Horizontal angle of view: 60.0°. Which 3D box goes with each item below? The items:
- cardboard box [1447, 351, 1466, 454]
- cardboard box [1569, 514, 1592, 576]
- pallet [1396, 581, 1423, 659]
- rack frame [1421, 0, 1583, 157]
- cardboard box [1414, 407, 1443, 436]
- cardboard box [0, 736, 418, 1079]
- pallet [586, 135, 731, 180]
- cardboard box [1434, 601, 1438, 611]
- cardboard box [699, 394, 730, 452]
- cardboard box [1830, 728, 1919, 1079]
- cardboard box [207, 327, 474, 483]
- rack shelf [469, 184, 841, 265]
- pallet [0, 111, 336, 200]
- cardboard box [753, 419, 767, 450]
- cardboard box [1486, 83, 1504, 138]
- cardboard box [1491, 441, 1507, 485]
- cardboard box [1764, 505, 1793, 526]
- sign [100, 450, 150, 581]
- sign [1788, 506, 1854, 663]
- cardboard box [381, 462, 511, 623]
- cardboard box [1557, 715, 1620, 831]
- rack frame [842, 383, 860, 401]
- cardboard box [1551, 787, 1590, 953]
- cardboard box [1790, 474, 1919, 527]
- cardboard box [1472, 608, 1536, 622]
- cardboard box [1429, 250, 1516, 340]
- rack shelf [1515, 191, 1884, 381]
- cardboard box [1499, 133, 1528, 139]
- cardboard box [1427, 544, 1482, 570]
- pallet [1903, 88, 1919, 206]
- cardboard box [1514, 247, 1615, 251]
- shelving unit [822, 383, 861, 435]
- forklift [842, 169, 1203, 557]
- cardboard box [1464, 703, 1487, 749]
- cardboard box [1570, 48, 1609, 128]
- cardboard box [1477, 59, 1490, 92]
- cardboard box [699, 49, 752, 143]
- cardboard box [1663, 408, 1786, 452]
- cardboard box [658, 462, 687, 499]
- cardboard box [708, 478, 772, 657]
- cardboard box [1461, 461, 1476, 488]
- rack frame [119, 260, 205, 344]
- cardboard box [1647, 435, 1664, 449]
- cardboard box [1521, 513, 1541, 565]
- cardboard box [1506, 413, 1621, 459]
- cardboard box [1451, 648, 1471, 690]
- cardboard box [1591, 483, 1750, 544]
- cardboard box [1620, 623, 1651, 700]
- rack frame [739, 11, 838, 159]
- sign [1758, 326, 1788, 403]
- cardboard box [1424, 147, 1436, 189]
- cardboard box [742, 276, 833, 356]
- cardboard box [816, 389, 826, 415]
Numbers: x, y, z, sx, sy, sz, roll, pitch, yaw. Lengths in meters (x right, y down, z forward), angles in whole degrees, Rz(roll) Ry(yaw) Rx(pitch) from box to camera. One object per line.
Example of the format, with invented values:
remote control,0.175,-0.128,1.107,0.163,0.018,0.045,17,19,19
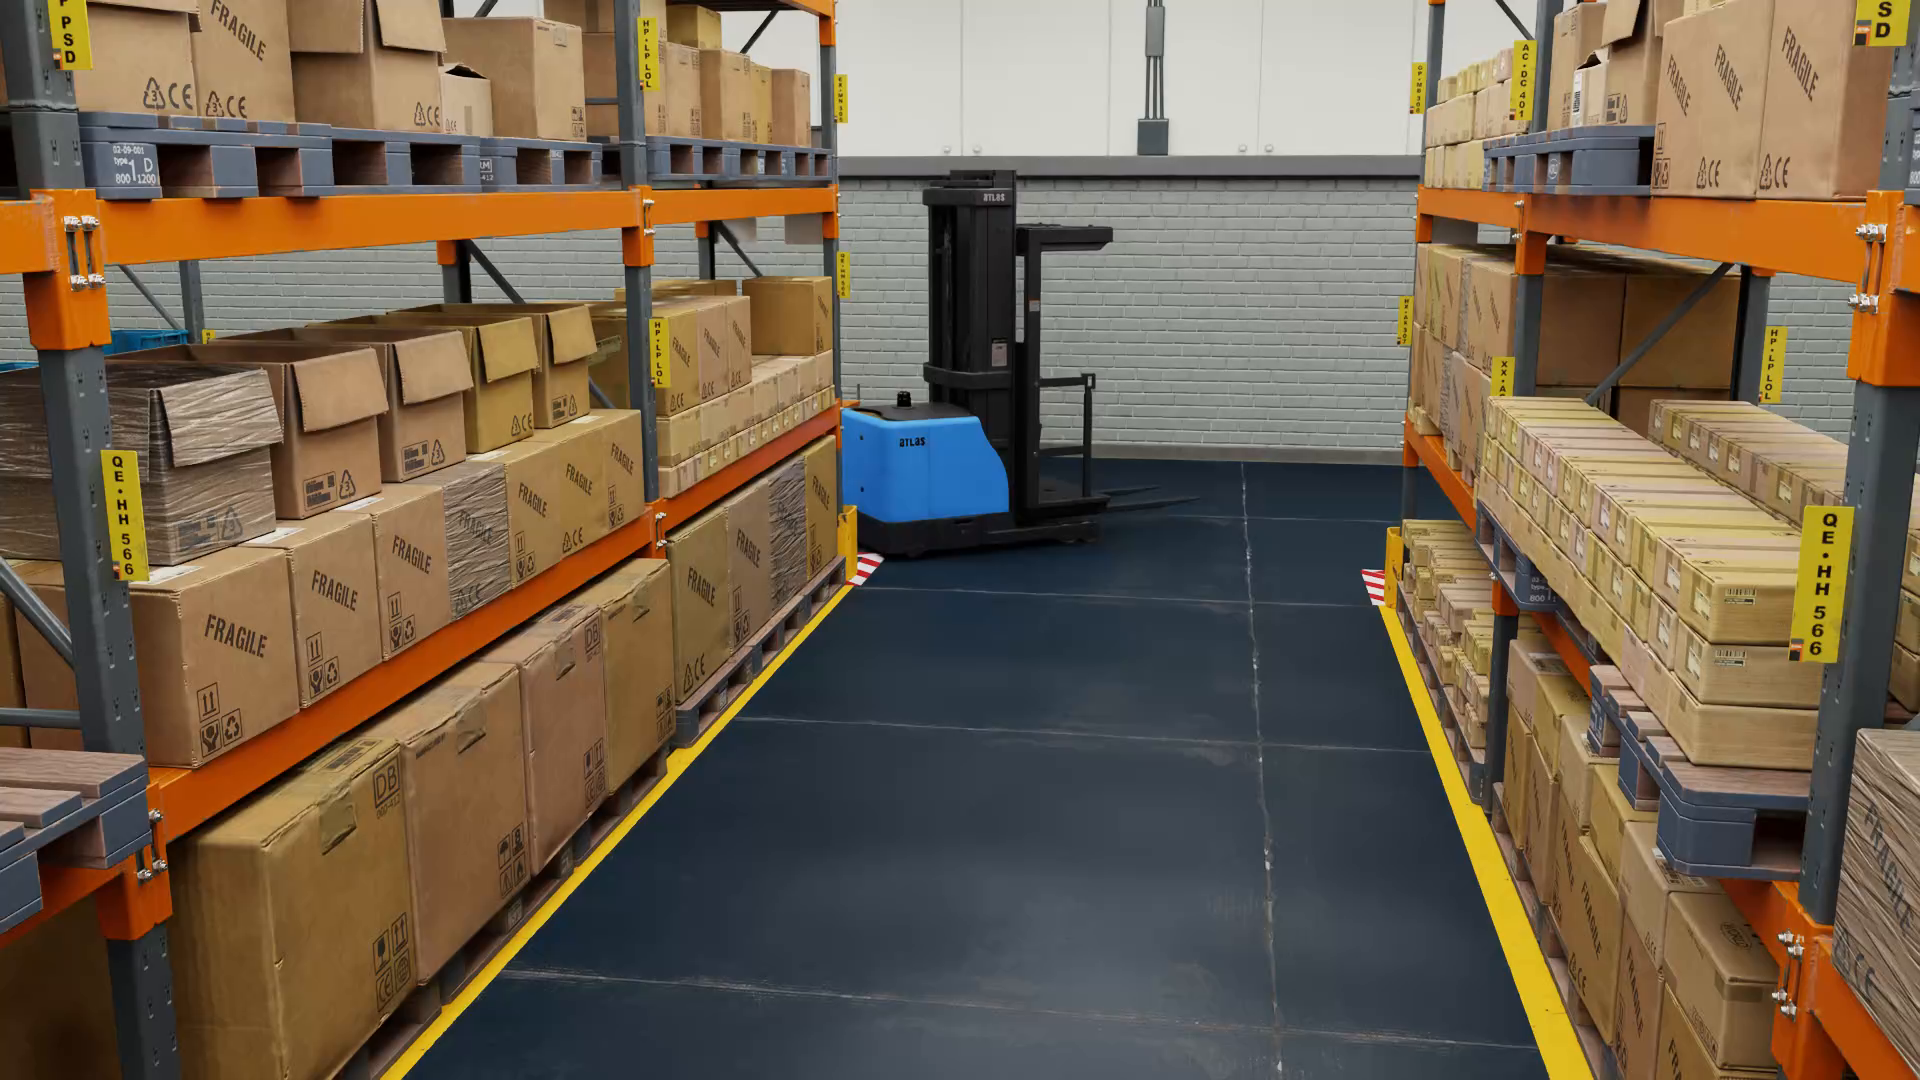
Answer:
cardboard box,2.864,-0.713,8.740,0.500,0.500,0.500,2,12,8
cardboard box,2.117,0.021,5.170,0.380,0.149,0.250,2,12,10
pallet,3.353,0.516,10.596,1.003,0.211,1.213,2,12,9
rack frame,3.525,-3.963,10.523,1.000,3.000,0.127,2,12,9
cardboard box,3.059,-0.742,10.414,0.380,0.149,0.250,2,12,7
cardboard box,-2.464,1.144,5.114,1.225,0.875,0.875,1,12,6
pallet,-1.840,-1.972,8.616,1.003,0.211,1.213,2,12,9
cardboard box,3.044,0.471,9.956,0.380,0.149,0.250,2,12,9
cardboard box,-1.563,-0.644,9.013,0.500,0.250,0.500,2,12,8
cardboard box,1.959,0.671,3.024,0.500,0.500,0.500,2,12,9
cardboard box,-2.263,-0.513,6.136,0.797,0.503,0.637,2,12,10
rack shelf,-1.668,-1.911,9.826,1.077,0.370,4.000,2,12,9
pallet,-2.544,-1.057,4.604,1.213,0.211,1.003,2,12,11
cardboard box,-1.363,-0.632,9.902,0.380,0.149,0.250,2,12,7
cardboard box,2.821,-2.047,7.923,0.500,0.250,0.500,1,12,6
cardboard box,2.357,-0.305,6.680,0.380,0.149,0.250,2,12,8
cardboard box,2.801,-0.012,5.320,0.380,0.149,0.250,2,12,11
sign,-2.053,-0.059,4.085,0.100,0.325,0.005,2,12,9
sign,1.757,0.092,3.386,0.100,0.325,0.005,2,12,9
cardboard box,-2.016,-0.006,6.165,0.500,0.500,0.500,2,12,9
cardboard box,2.373,0.815,5.750,0.500,0.250,0.500,2,12,11
rack frame,-0.952,-0.720,13.988,0.240,1.200,0.015,3,13,13
cardboard box,2.387,1.184,5.817,0.500,0.500,0.500,2,12,10
cardboard box,2.757,-0.102,5.034,0.380,0.149,0.250,2,12,10
cardboard box,2.855,0.459,8.600,0.380,0.149,0.250,2,12,11
cardboard box,3.020,-1.416,9.626,0.500,0.500,0.500,2,12,7
rack shelf,2.602,-0.896,5.119,1.077,0.370,4.000,2,12,9
cardboard box,2.718,-1.702,7.506,0.500,0.250,0.500,2,12,10
cardboard box,3.063,0.129,10.133,0.380,0.149,0.250,1,12,6
pallet,2.248,-0.603,2.501,1.213,0.211,1.003,2,12,11
cardboard box,3.622,-1.505,10.039,0.500,0.500,0.500,1,12,7
shelving unit,-1.010,-0.670,13.756,0.258,1.200,0.503,3,13,13
forklift,0.559,-1.492,13.458,3.031,2.935,1.130,-6,14,-26
cardboard box,2.633,0.898,7.977,0.380,0.149,0.250,2,12,9
cardboard box,2.567,-1.649,6.122,0.500,0.311,0.500,2,12,8
cardboard box,2.861,-2.374,8.493,0.380,0.149,0.250,2,12,8
cardboard box,-1.607,-2.530,9.520,0.700,0.500,0.500,2,12,11
cardboard box,3.000,-0.425,6.534,0.380,0.149,0.250,2,12,7
cardboard box,-1.602,-0.308,8.397,0.380,0.149,0.250,2,12,9
cardboard box,-1.657,0.132,9.809,0.875,0.875,0.875,2,12,9
cardboard box,2.831,-0.363,8.655,0.380,0.149,0.250,1,12,6
rack frame,-6.255,-1.373,12.743,1.000,3.000,0.127,2,12,9
cardboard box,3.044,-0.336,6.828,0.380,0.149,0.250,2,12,10
cardboard box,2.237,0.002,5.964,0.380,0.149,0.250,1,12,6
cardboard box,2.316,-0.392,6.382,0.380,0.149,0.250,2,12,9
cardboard box,2.697,0.656,8.393,0.380,0.149,0.250,1,12,7
cardboard box,2.078,-0.068,4.875,0.380,0.149,0.250,2,12,9
cardboard box,1.995,0.330,4.443,0.380,0.149,0.250,2,12,10
rack frame,-1.361,-4.145,11.366,1.000,3.000,0.127,2,12,9
sign,3.459,-0.747,7.089,0.100,0.325,0.005,2,12,9
cardboard box,3.203,-2.338,10.459,0.500,0.250,0.500,2,12,11
cardboard box,-1.176,-1.541,11.393,0.500,0.500,0.500,2,12,9
cardboard box,-1.128,-0.950,11.380,0.380,0.149,0.250,2,12,9
